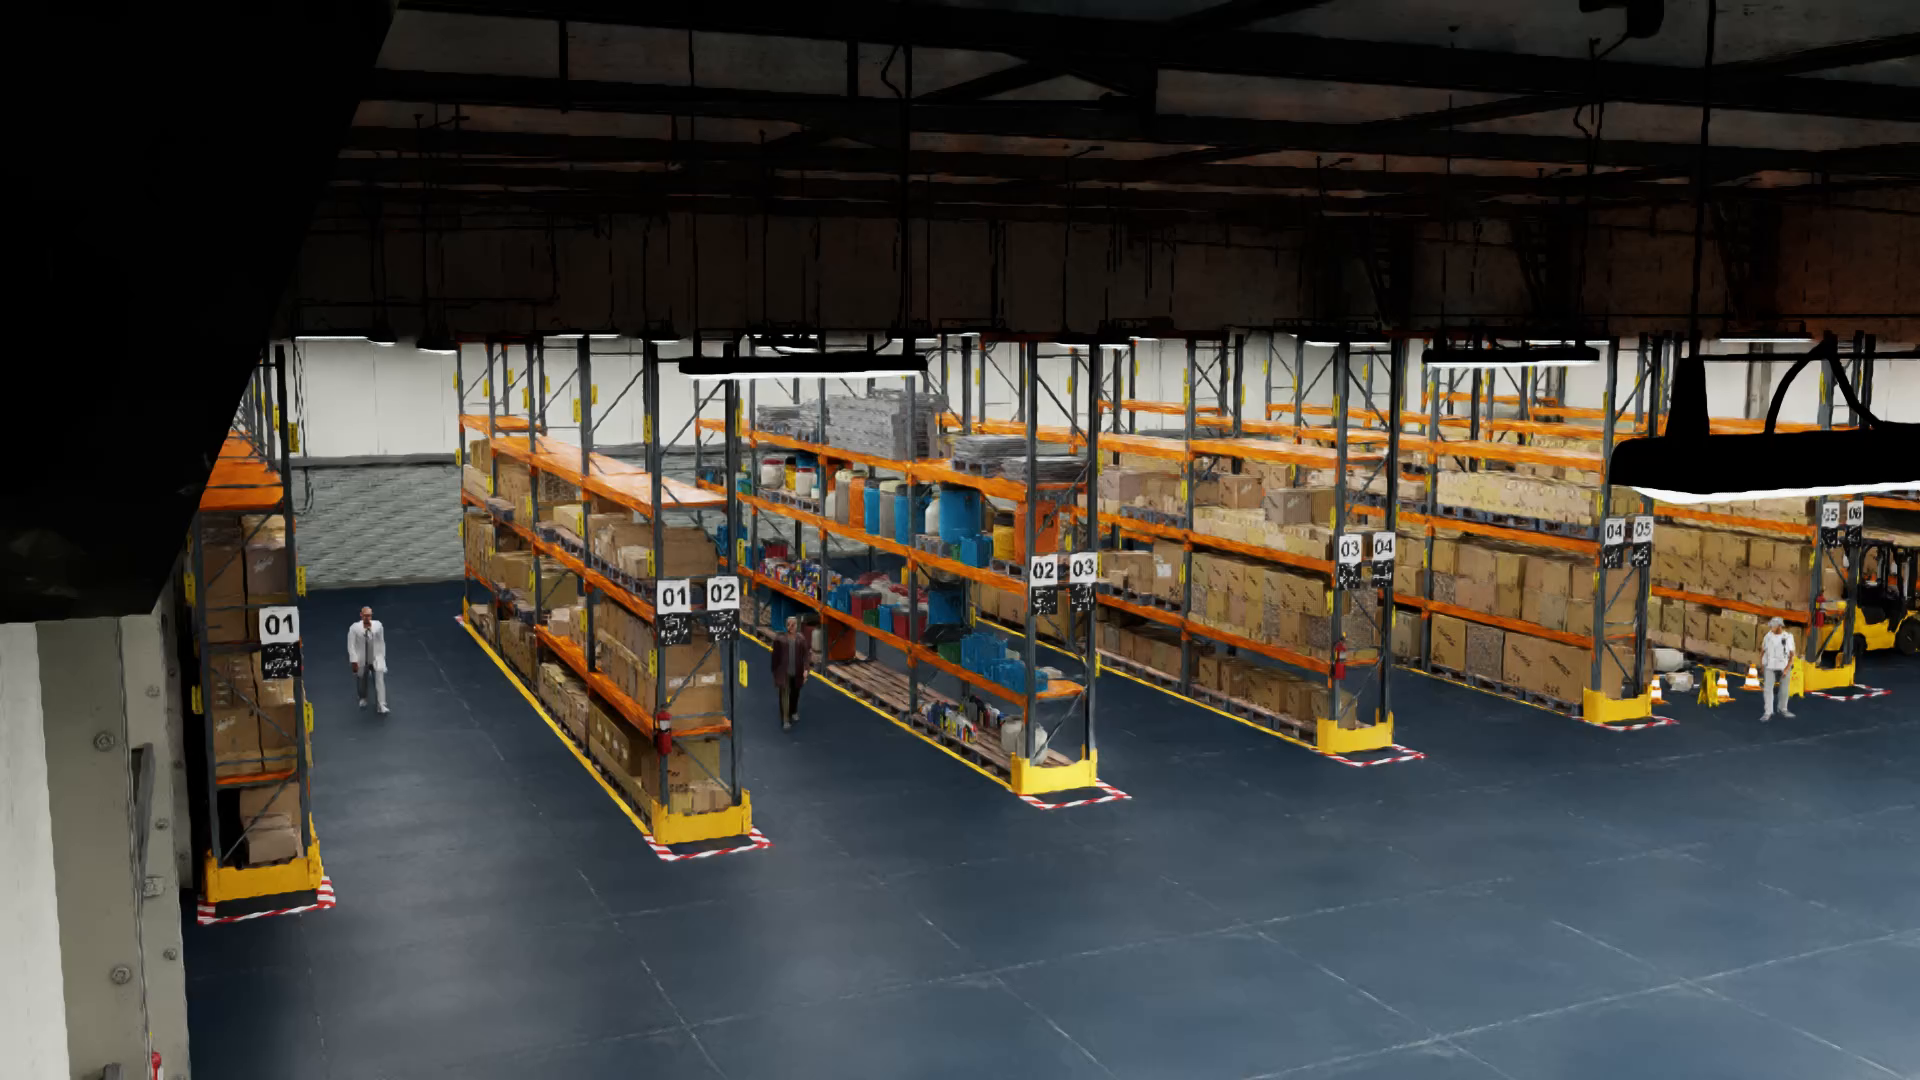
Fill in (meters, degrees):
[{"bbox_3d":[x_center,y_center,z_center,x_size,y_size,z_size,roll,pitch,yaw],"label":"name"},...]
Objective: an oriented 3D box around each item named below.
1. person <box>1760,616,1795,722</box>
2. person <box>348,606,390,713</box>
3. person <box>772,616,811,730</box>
[{"bbox_3d":[12.864,2.002,26.138,0.516,1.650,0.687,5,9,33],"label":"person"},{"bbox_3d":[-9.467,1.890,26.582,0.586,1.695,1.183,-4,9,-27],"label":"person"},{"bbox_3d":[-2.595,2.021,25.616,0.557,1.716,1.103,-2,8,-15],"label":"person"}]
